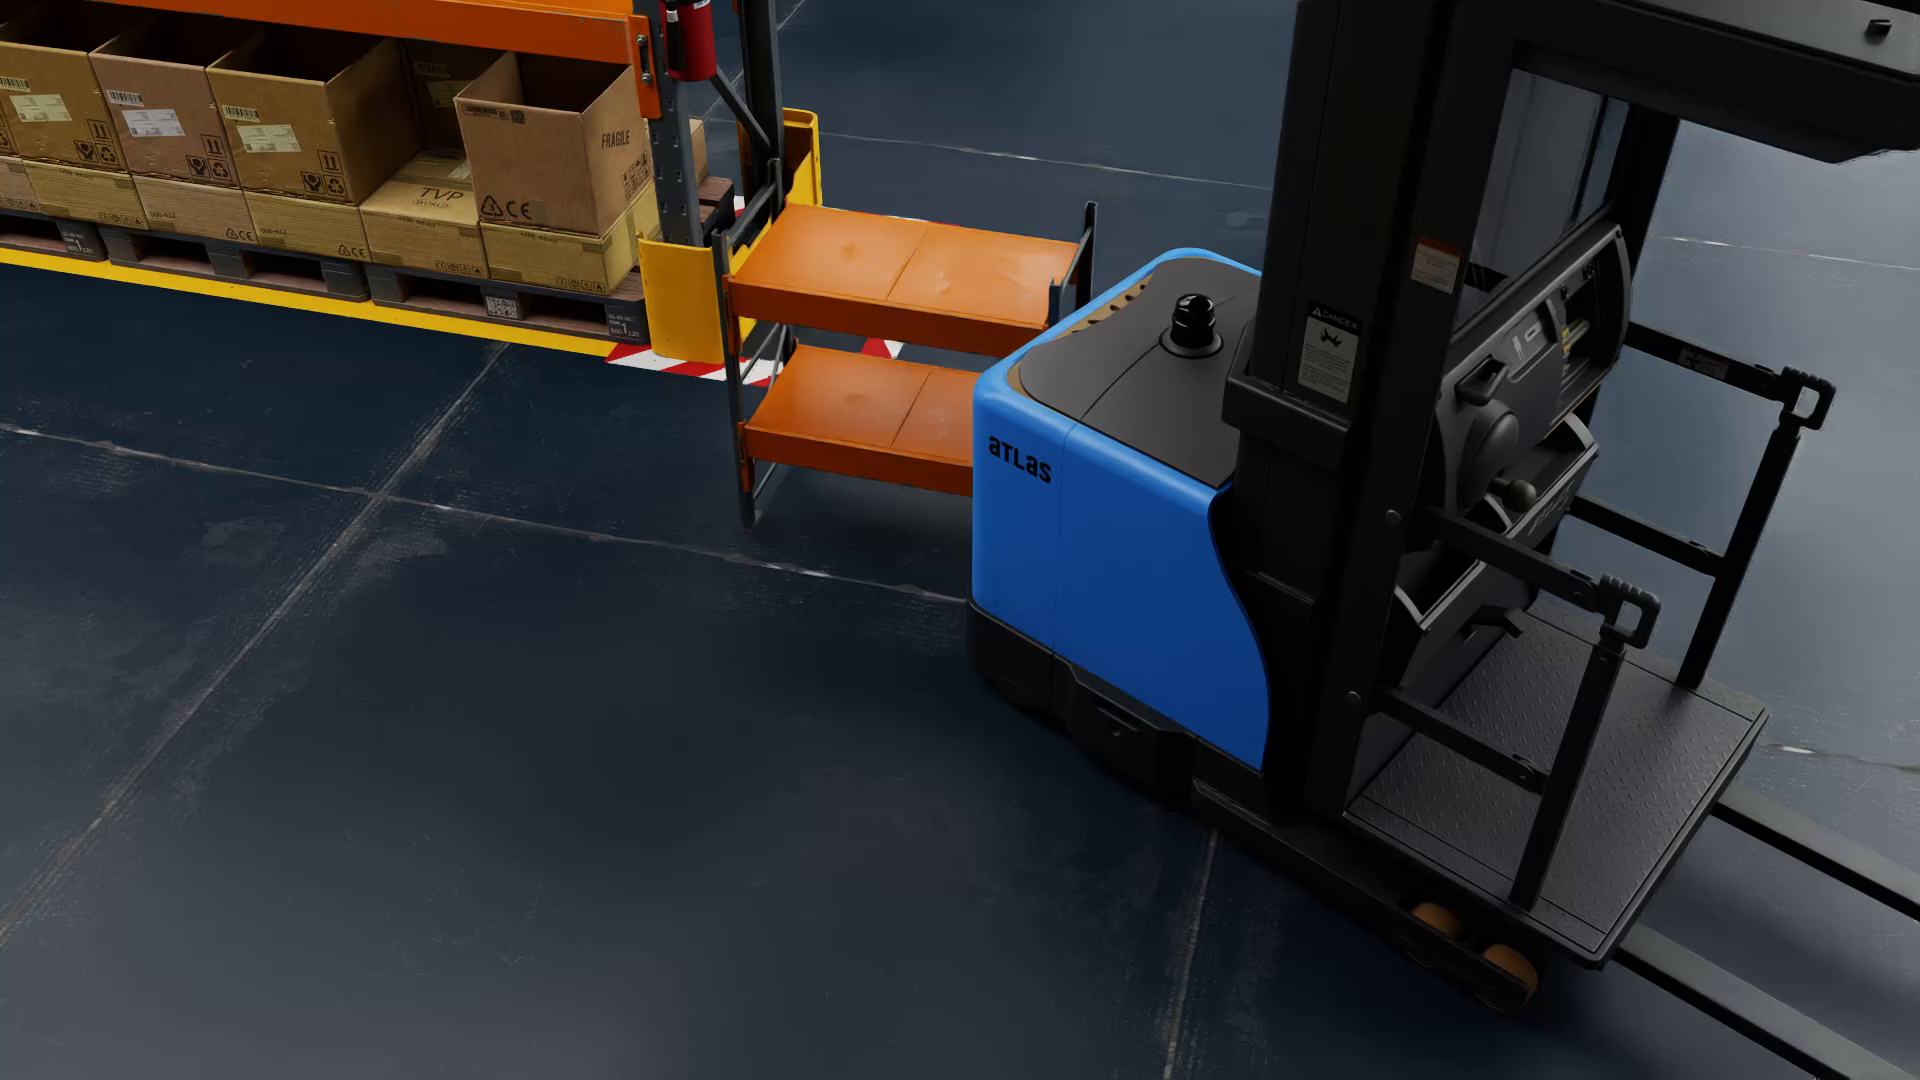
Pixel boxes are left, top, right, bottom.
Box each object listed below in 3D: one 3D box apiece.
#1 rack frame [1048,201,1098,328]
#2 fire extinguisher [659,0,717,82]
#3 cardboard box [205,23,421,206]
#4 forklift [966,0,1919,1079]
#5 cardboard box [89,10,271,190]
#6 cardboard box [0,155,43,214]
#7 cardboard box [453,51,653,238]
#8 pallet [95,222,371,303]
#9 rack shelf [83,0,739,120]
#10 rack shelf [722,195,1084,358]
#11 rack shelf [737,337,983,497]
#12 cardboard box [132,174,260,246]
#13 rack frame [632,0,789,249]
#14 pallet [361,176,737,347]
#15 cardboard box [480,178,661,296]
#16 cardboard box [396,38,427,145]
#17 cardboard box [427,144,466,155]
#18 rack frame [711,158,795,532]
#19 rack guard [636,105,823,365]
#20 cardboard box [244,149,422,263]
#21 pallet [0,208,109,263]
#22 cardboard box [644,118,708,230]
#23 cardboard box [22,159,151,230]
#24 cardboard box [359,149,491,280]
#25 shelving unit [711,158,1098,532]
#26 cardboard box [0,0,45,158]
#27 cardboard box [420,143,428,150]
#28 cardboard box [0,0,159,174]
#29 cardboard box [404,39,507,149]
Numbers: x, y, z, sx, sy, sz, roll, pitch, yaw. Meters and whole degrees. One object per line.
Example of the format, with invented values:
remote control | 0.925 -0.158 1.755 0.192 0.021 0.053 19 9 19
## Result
rack frame | 0.332 -0.434 5.186 0.032 1.125 0.500 10 41 12
fire extinguisher | -0.917 -1.863 5.490 0.183 0.674 0.296 10 41 11
cardboard box | -2.476 -1.657 6.413 0.500 0.500 0.500 10 41 11
forklift | 1.462 -0.336 3.665 3.031 2.935 1.130 29 48 30
cardboard box | -2.959 -1.741 6.513 0.500 0.500 0.500 10 41 11
cardboard box | -3.924 -1.622 6.954 0.500 0.250 0.500 10 41 11
cardboard box | -1.506 -1.500 6.226 0.500 0.500 0.500 10 41 11
pallet | -2.836 -1.438 7.092 1.213 0.211 1.003 10 41 11
rack shelf | -2.844 -2.258 6.459 4.000 0.370 1.077 10 41 11
rack shelf | -0.157 -0.748 5.105 1.000 0.278 0.538 10 41 12
rack shelf | -0.157 -0.337 5.450 1.000 0.278 0.538 10 41 12
cardboard box | -2.958 -1.456 6.757 0.500 0.250 0.500 10 41 11
rack frame | -0.911 -2.201 5.832 0.127 3.000 1.000 10 41 11
pallet | -1.661 -1.234 6.849 1.213 0.211 1.003 10 41 11
cardboard box | -1.506 -1.214 6.469 0.500 0.250 0.500 10 41 11
cardboard box | -2.342 -1.980 6.798 0.500 0.500 0.500 10 41 11
cardboard box | -1.856 -1.617 6.948 0.500 0.250 0.500 10 41 11
rack frame | -0.646 -0.613 5.399 0.032 1.125 0.500 10 41 12
rack guard | -0.888 -1.240 6.631 0.348 0.500 1.175 10 41 11
cardboard box | -2.475 -1.372 6.657 0.500 0.250 0.500 10 41 11
pallet | -4.018 -1.640 7.332 1.213 0.211 1.003 10 41 11
cardboard box | -1.372 -1.536 6.852 0.500 0.250 0.500 10 41 11
cardboard box | -3.443 -1.536 6.851 0.500 0.250 0.500 10 41 11
cardboard box | -1.992 -1.290 6.559 0.500 0.250 0.500 10 41 11
shelving unit | -0.157 -0.524 5.293 1.048 1.125 0.538 10 41 12
cardboard box | -3.923 -1.911 6.715 0.500 0.500 0.500 10 41 11
cardboard box | -2.339 -1.700 7.048 0.500 0.250 0.500 10 41 11
cardboard box | -3.442 -1.823 6.611 0.500 0.500 0.500 10 41 11
cardboard box | -1.856 -1.905 6.708 0.500 0.500 0.500 10 41 11
